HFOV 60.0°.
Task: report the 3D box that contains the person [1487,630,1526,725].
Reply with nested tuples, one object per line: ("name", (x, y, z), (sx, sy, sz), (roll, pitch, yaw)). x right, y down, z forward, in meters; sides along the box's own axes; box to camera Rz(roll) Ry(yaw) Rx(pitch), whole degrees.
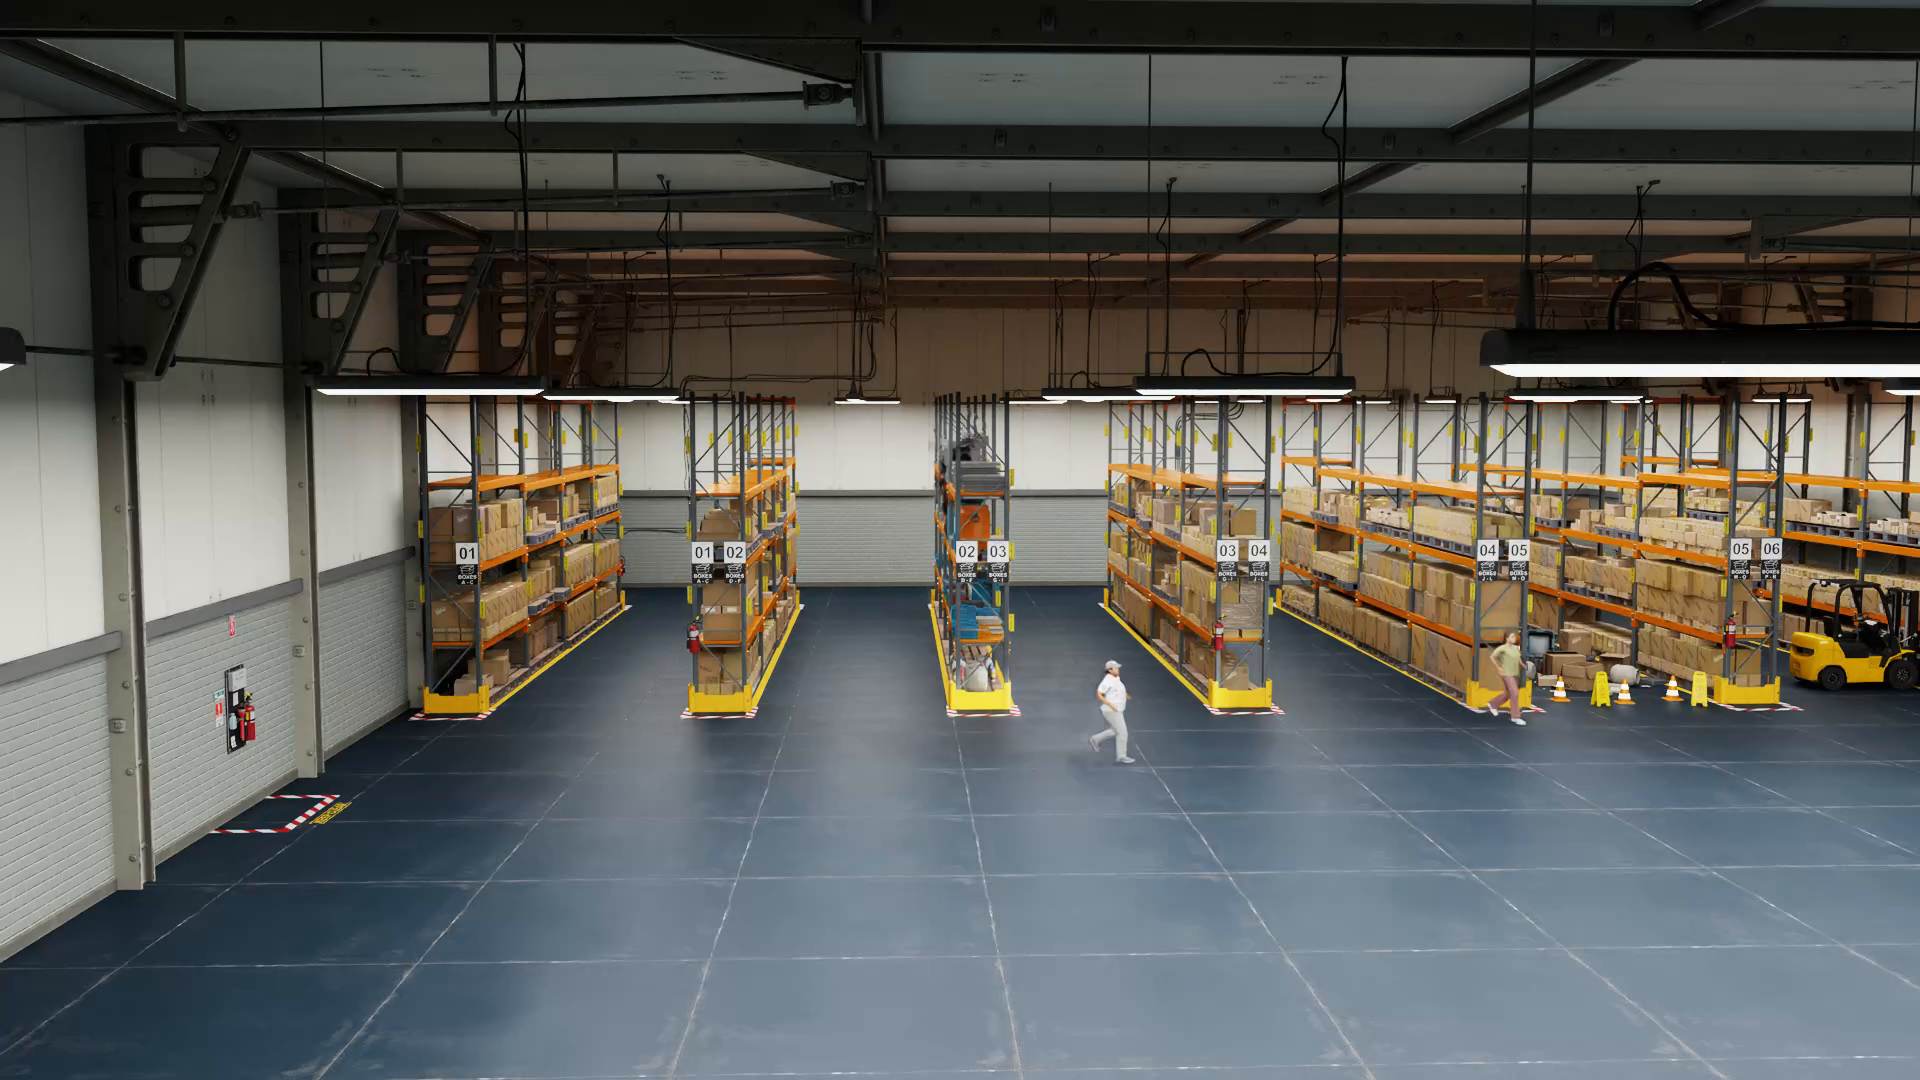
("person", (9.936, 2.466, 30.193), (0.593, 1.671, 0.898), (-3, 6, -36))

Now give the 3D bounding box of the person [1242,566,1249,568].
("person", (7.888, 1.124, 46.989), (0.651, 1.663, 0.894), (1, 5, 14))

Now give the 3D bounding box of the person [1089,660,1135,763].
("person", (2.471, 2.757, 26.837), (0.758, 1.633, 0.620), (2, 5, 22))
